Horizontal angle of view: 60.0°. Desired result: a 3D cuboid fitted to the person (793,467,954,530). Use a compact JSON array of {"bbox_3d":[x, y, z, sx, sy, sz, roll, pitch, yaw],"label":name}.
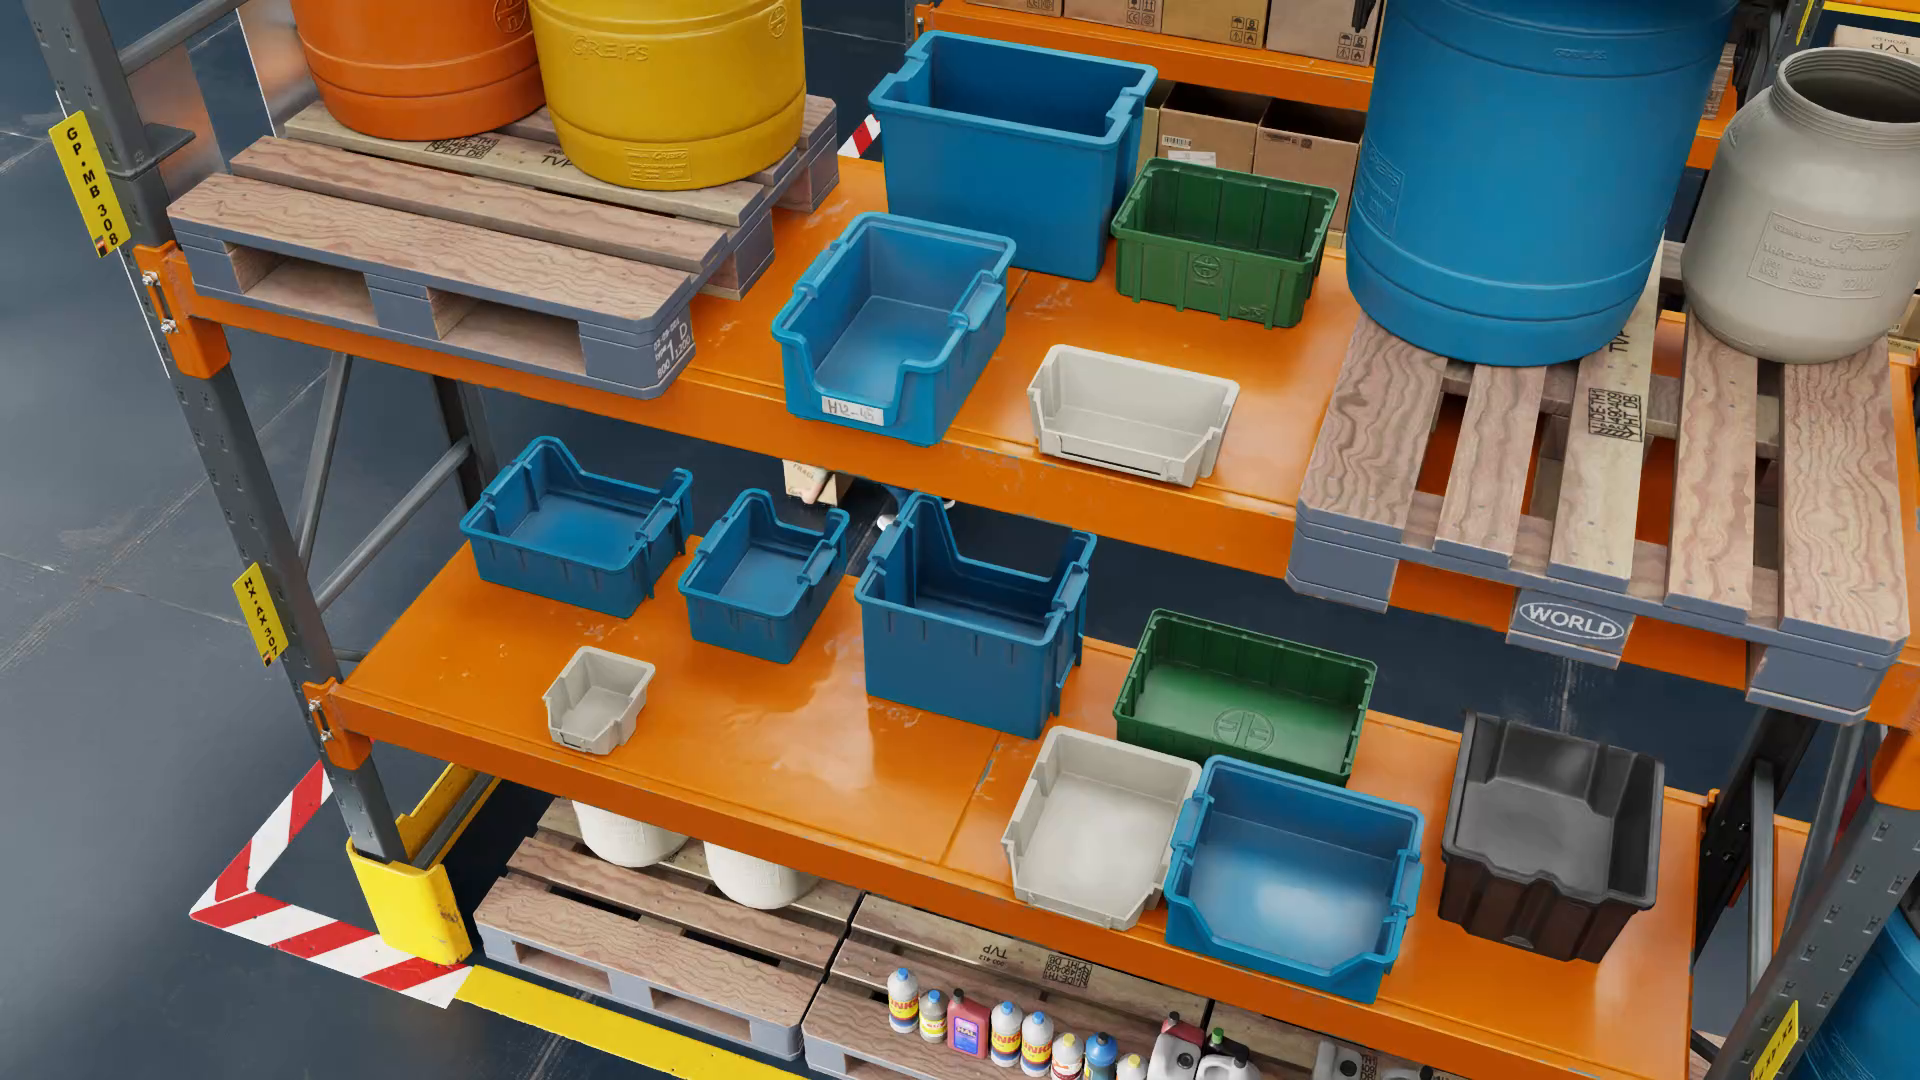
[{"bbox_3d":[-0.332,-0.464,7.221,0.853,0.873,0.424,12,43,13],"label":"person"}]
